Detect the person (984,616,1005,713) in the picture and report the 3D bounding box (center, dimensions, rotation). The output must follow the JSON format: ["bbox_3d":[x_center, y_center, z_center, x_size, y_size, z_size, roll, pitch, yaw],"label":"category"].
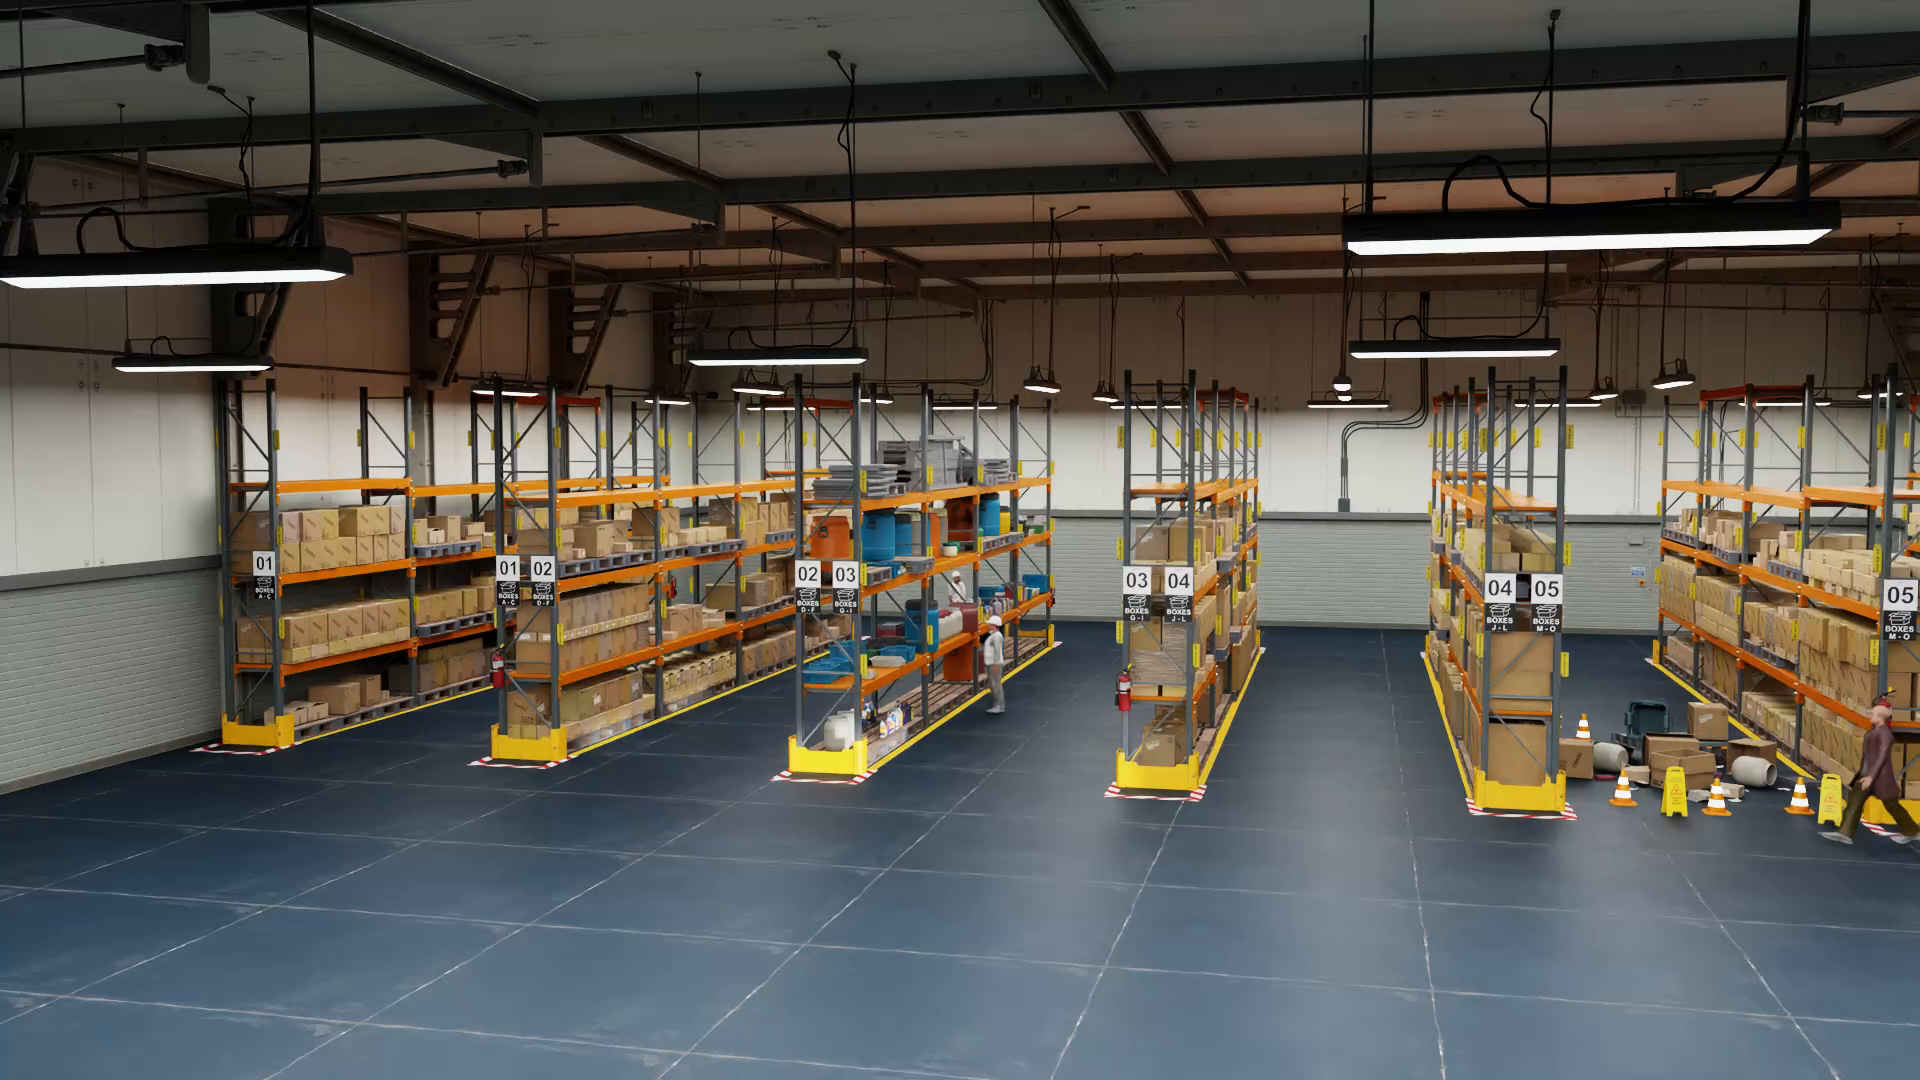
[{"bbox_3d":[0.631,2.294,30.469,0.393,1.813,0.622,0,3,-8],"label":"person"}]

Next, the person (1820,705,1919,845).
[{"bbox_3d":[11.280,2.902,20.471,1.122,1.738,0.543,0,3,-8],"label":"person"}]

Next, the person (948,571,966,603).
[{"bbox_3d":[-0.043,1.656,40.861,0.400,1.792,0.610,3,4,36],"label":"person"}]
